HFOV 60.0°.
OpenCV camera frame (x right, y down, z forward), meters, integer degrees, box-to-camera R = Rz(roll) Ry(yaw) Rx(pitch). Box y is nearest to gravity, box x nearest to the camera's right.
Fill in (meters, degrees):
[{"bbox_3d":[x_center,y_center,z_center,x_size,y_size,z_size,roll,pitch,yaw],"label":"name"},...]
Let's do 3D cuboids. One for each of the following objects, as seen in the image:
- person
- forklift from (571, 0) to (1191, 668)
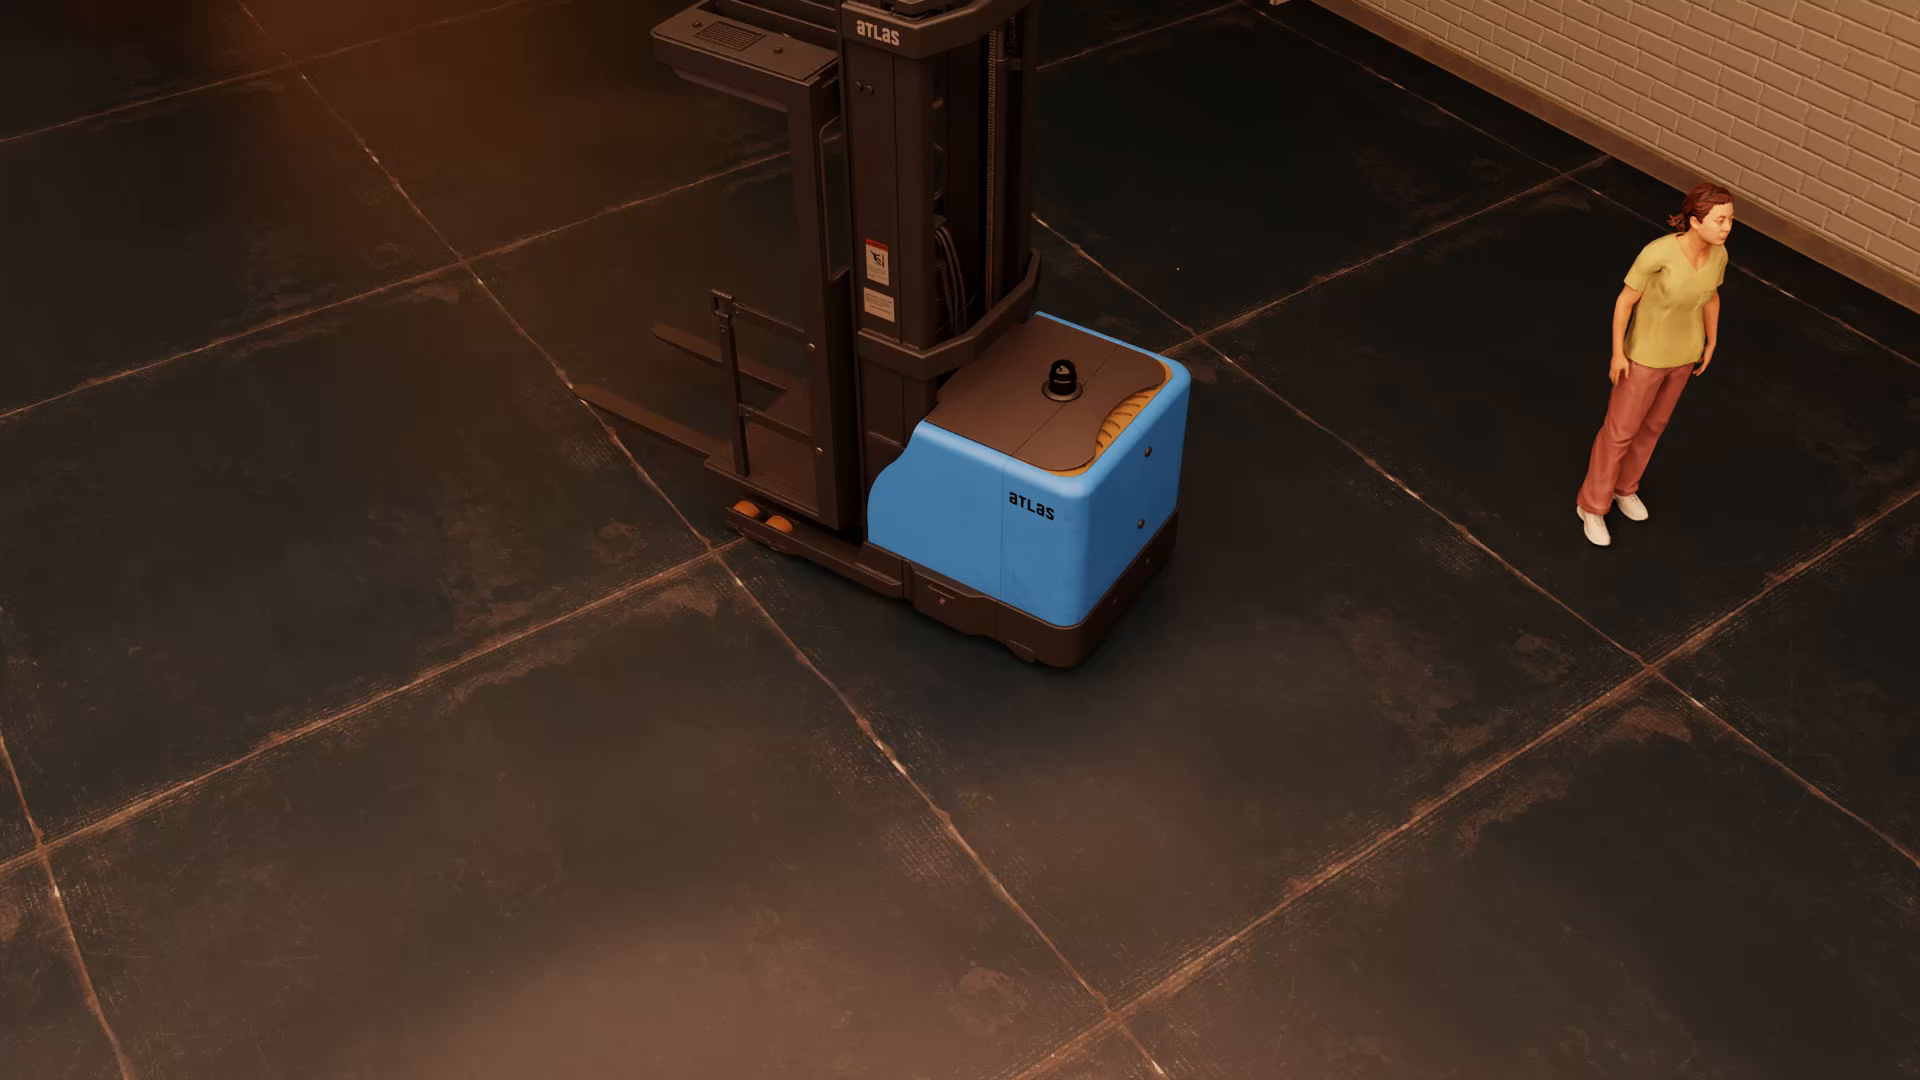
[{"bbox_3d":[3.184,-0.789,7.487,0.552,1.673,0.549,-11,44,-11],"label":"person"},{"bbox_3d":[-0.511,-1.302,7.129,3.031,2.935,1.130,24,48,24],"label":"forklift"}]
